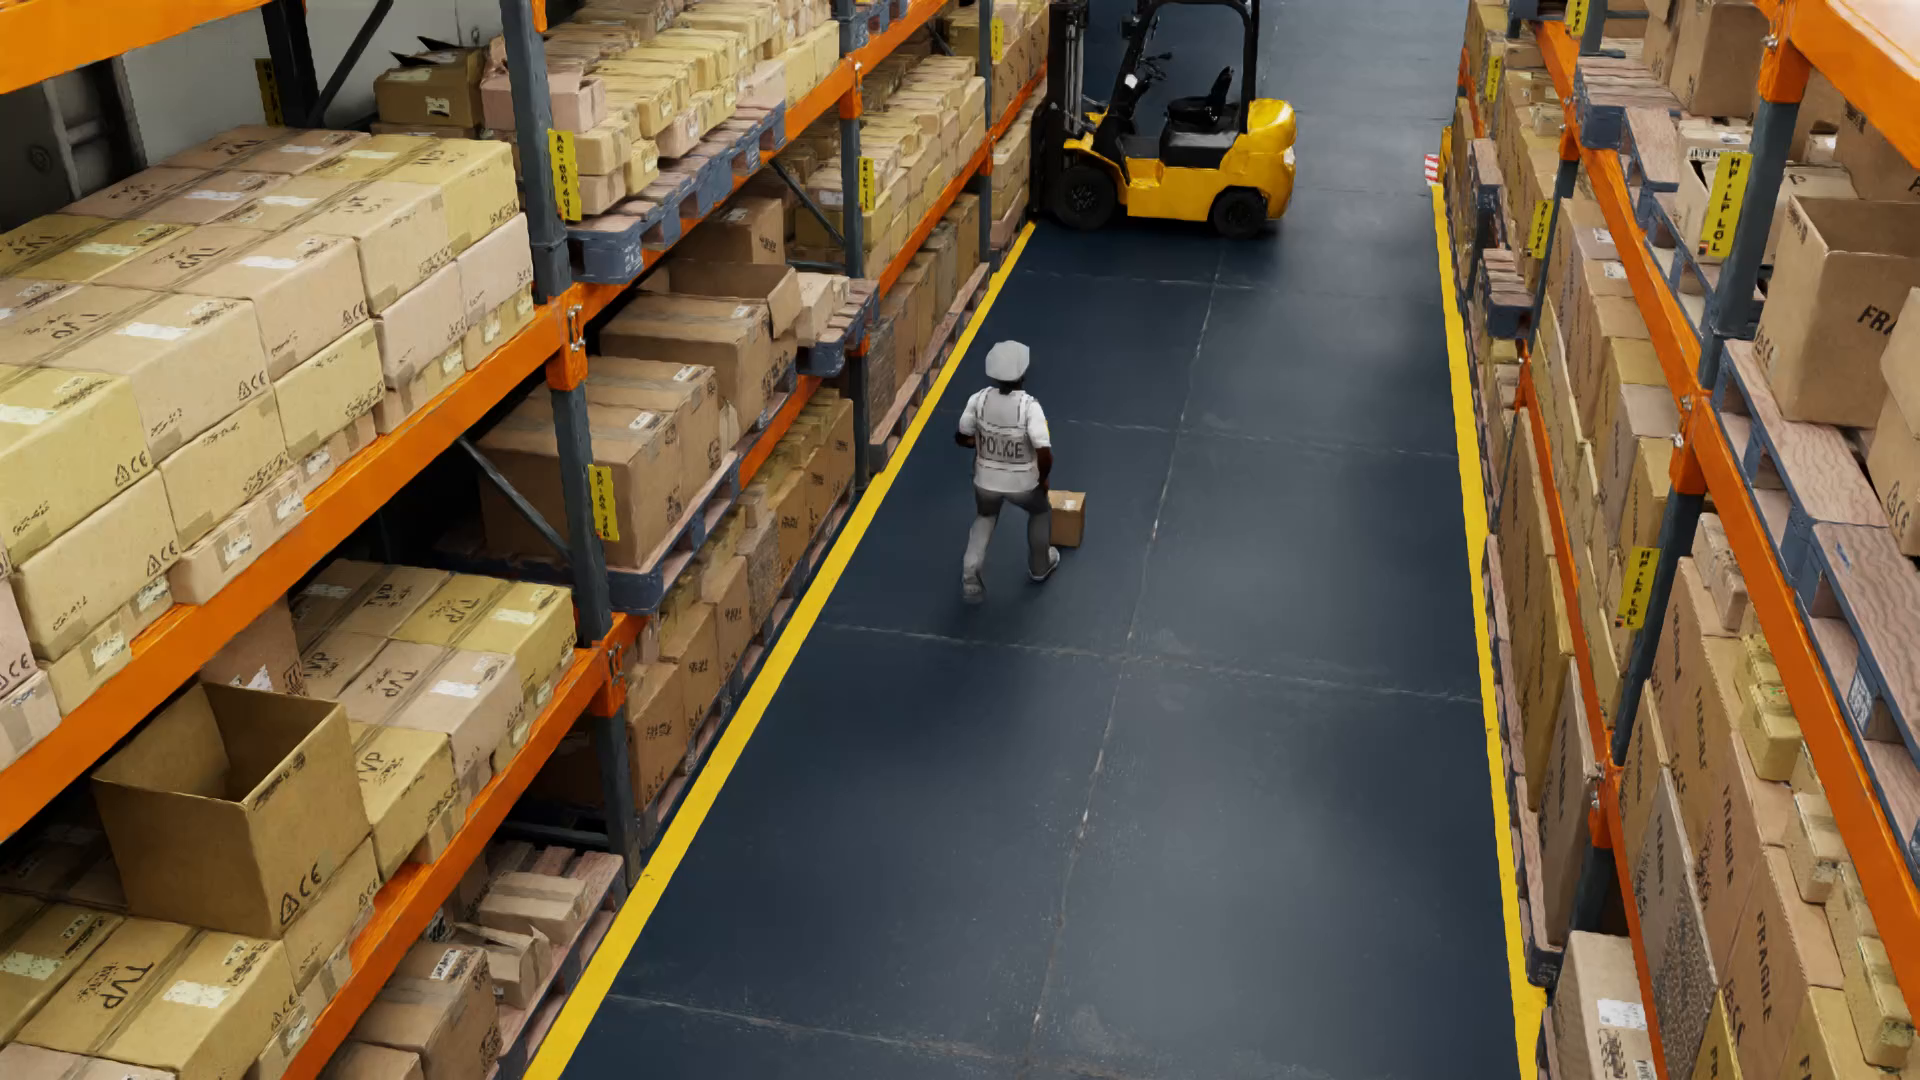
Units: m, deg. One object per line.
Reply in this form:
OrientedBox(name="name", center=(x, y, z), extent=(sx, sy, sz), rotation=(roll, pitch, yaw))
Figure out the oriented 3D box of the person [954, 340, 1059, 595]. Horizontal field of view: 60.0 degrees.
OrientedBox(name="person", center=(0.295, -0.433, 9.416), extent=(0.583, 1.608, 0.762), rotation=(7, 30, 12))
